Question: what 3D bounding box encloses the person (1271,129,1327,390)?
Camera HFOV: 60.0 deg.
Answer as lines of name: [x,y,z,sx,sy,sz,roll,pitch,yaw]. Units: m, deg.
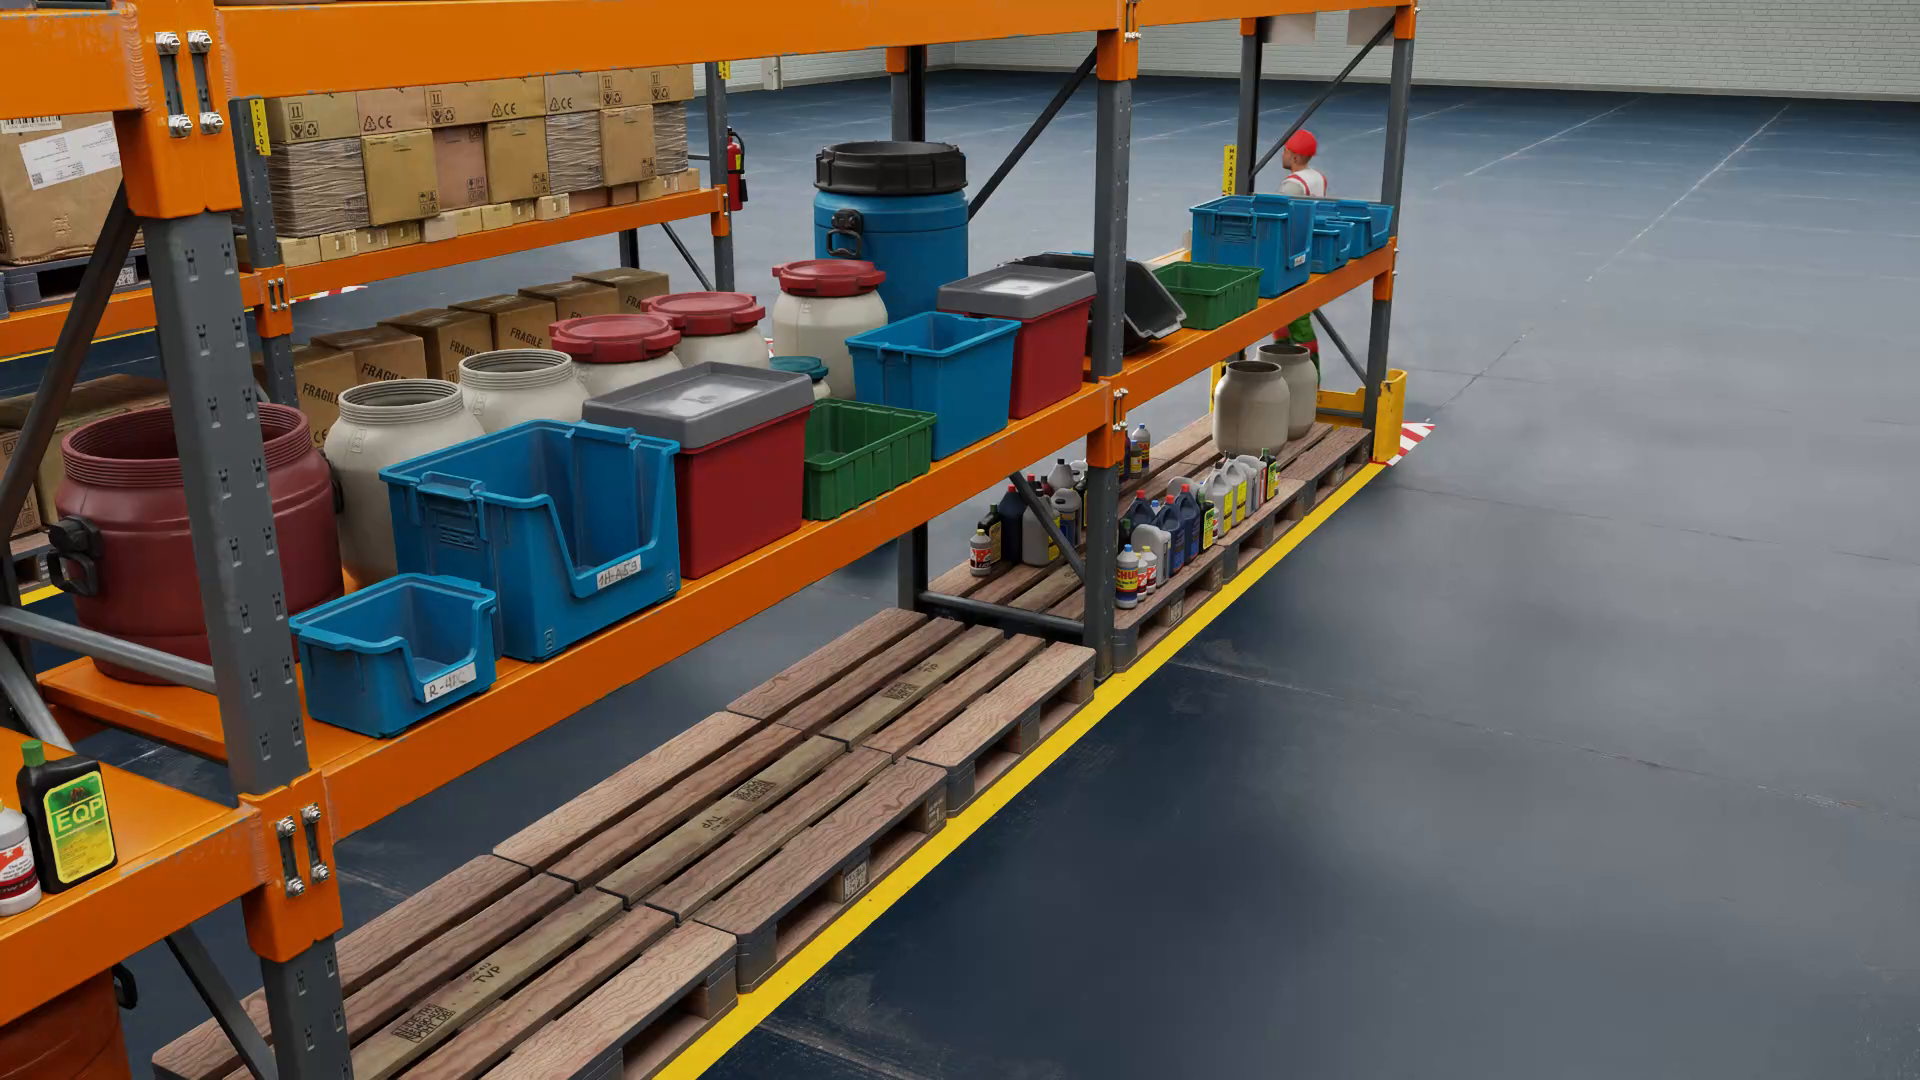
person: [2.294,-1.890,11.466,0.517,1.843,0.617,11,22,29]
